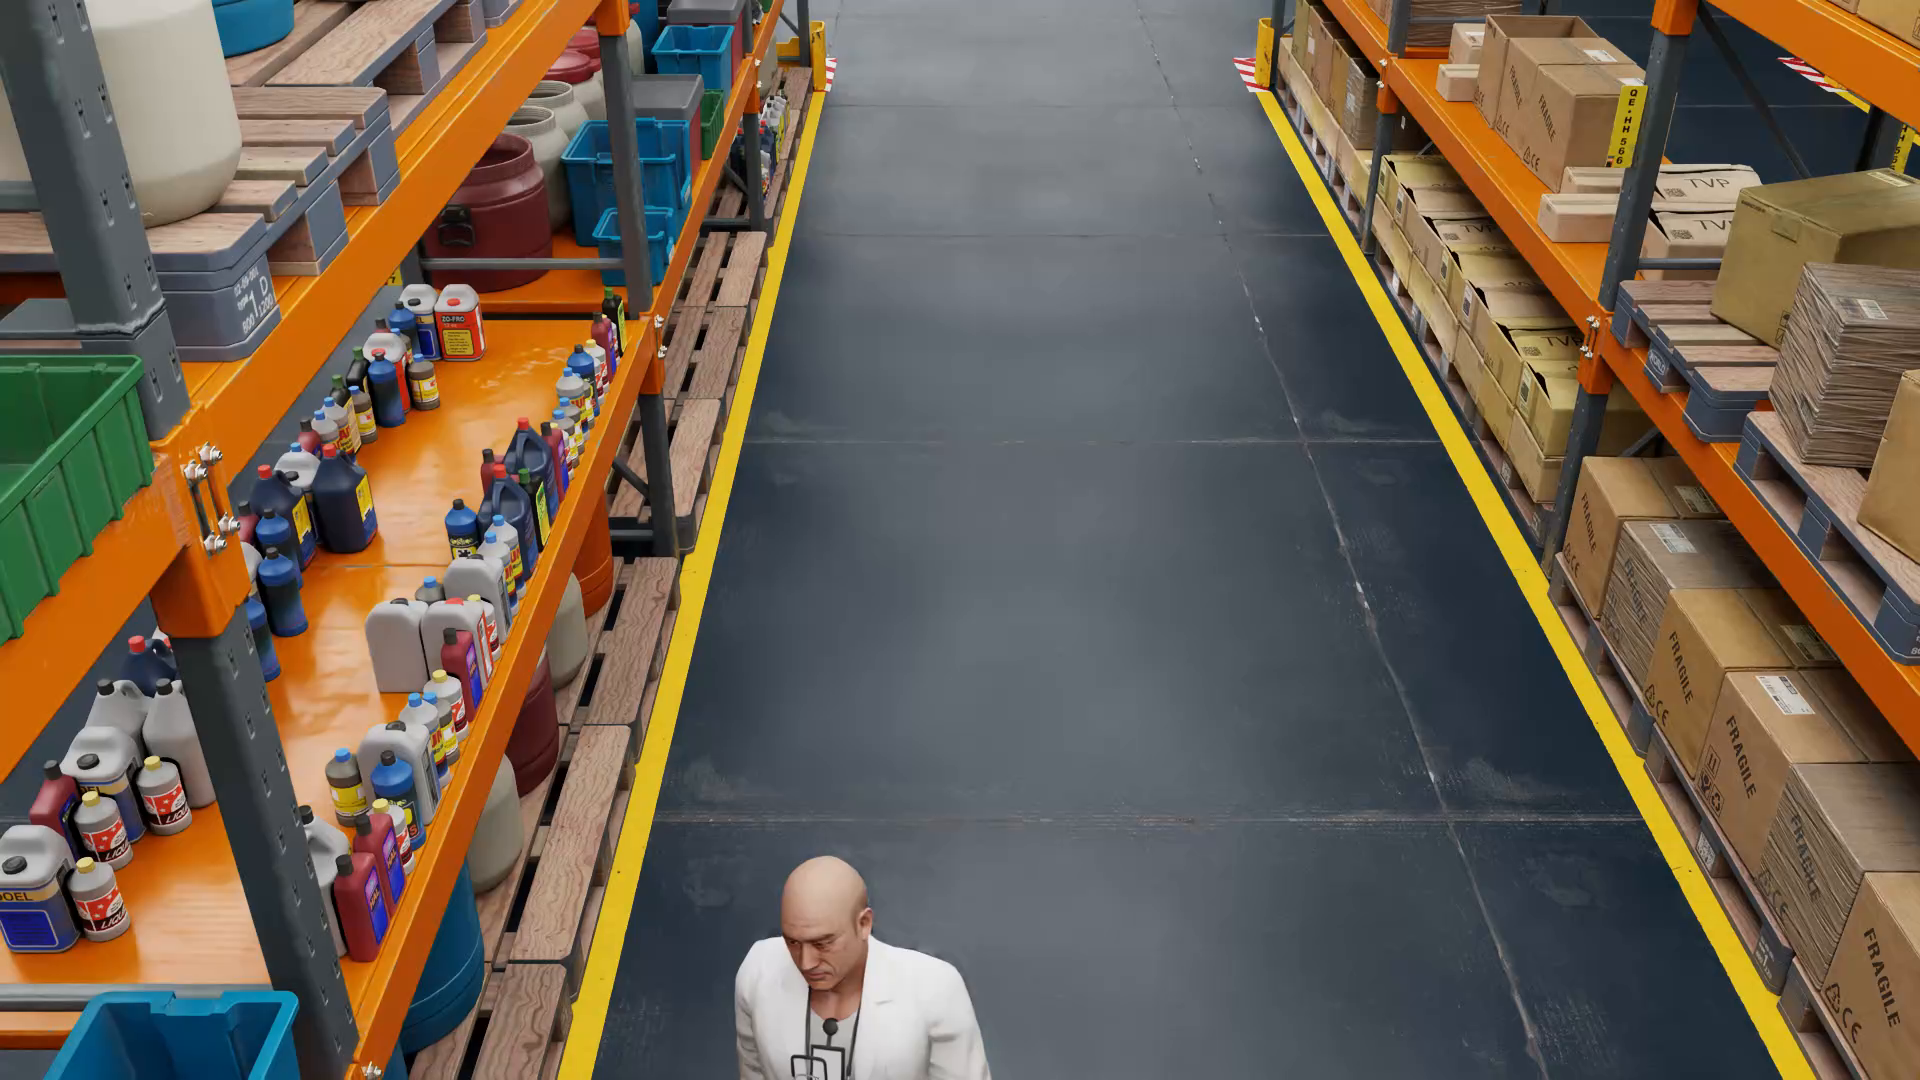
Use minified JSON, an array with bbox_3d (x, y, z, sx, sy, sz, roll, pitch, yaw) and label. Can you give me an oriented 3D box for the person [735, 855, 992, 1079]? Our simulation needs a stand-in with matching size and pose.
[{"bbox_3d":[-0.219,1.446,3.750,0.640,1.725,1.092,3,31,4],"label":"person"}]
